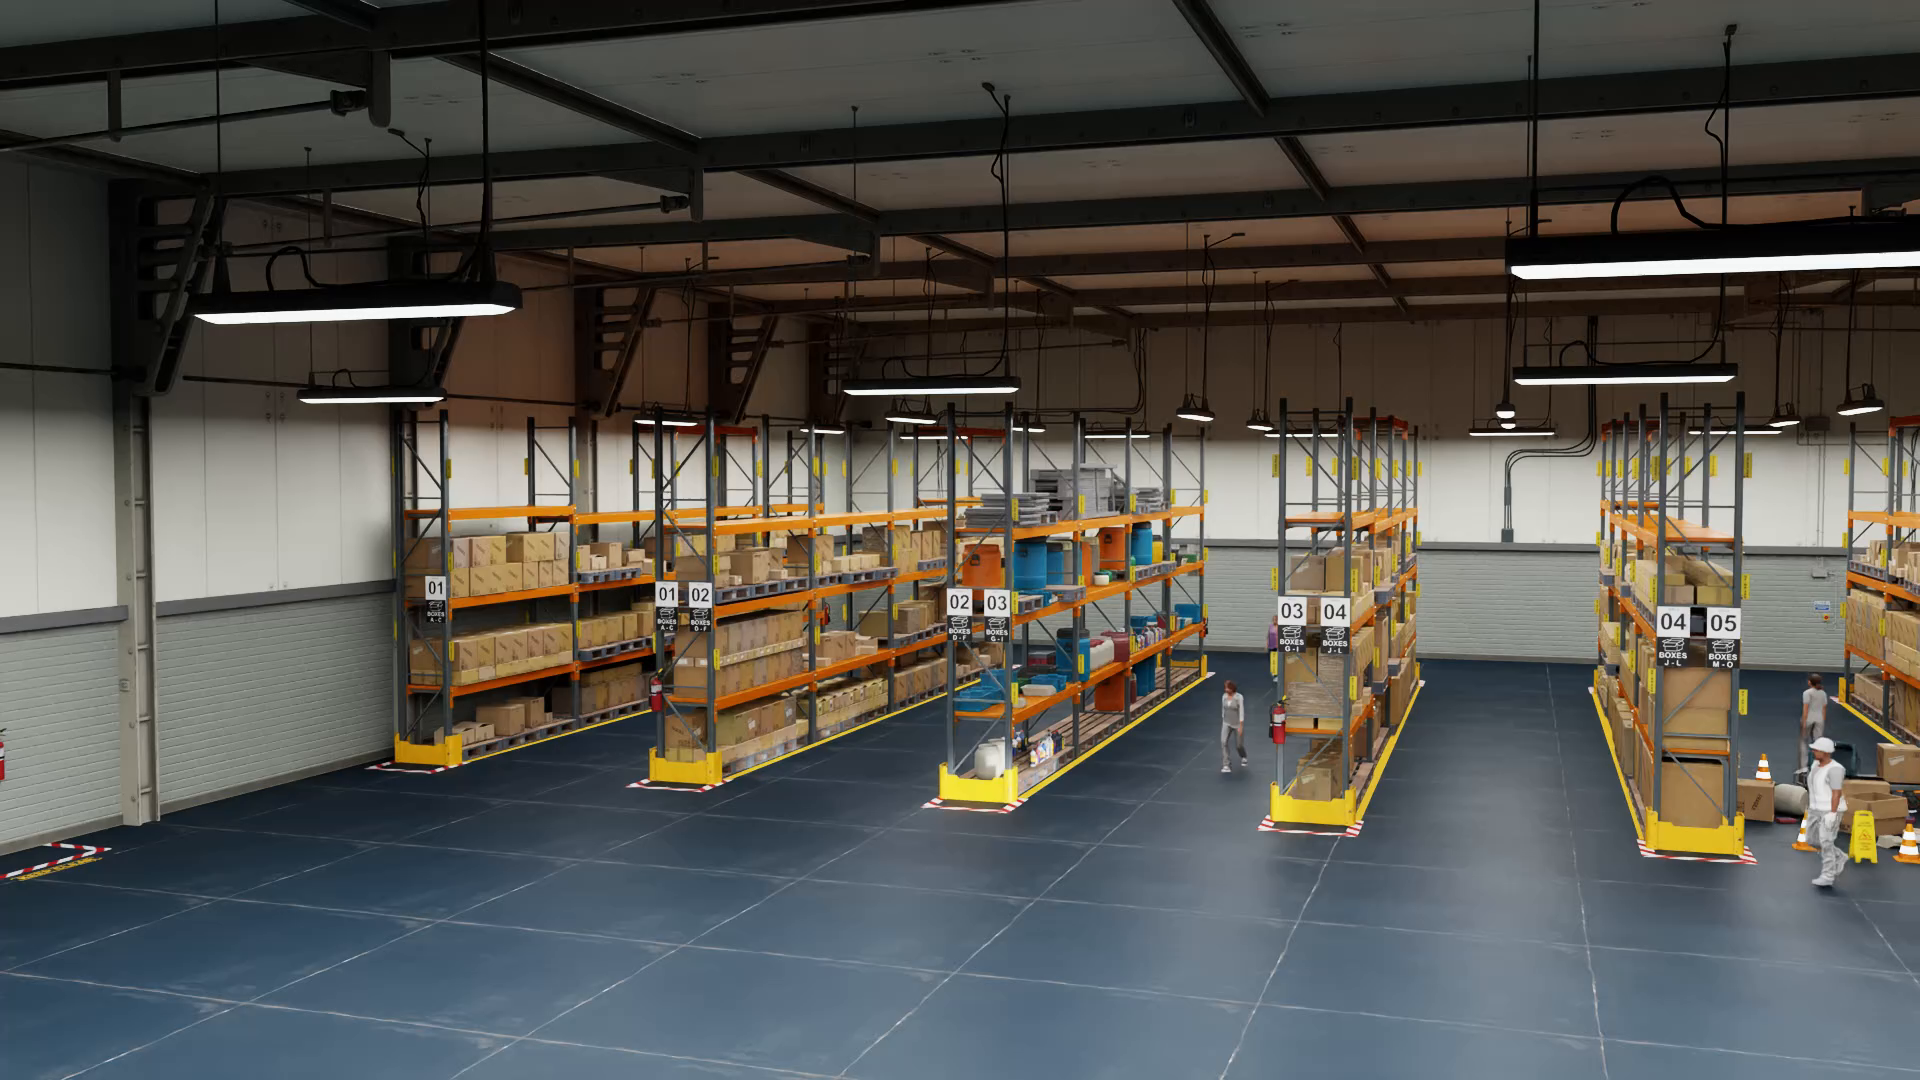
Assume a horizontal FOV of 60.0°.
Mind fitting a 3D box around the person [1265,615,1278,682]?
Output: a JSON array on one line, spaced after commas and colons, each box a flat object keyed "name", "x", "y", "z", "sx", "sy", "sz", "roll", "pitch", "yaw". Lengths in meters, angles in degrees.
[{"name": "person", "x": 7.435, "y": 2.525, "z": 39.192, "sx": 0.468, "sy": 1.550, "sz": 0.899, "roll": 1, "pitch": 3, "yaw": 18}]

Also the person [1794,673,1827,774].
[{"name": "person", "x": 13.903, "y": 3.036, "z": 27.078, "sx": 0.446, "sy": 1.719, "sz": 0.593, "roll": 1, "pitch": 3, "yaw": 12}]

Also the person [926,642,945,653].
[{"name": "person", "x": -0.651, "y": 2.327, "z": 43.321, "sx": 0.490, "sy": 1.580, "sz": 1.031, "roll": 1, "pitch": 3, "yaw": 19}]

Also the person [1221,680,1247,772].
[{"name": "person", "x": 4.526, "y": 3.062, "z": 27.571, "sx": 0.411, "sy": 1.500, "sz": 0.911, "roll": 1, "pitch": 3, "yaw": 28}]

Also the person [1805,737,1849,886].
[{"name": "person", "x": 10.470, "y": 3.245, "z": 19.980, "sx": 0.653, "sy": 1.771, "sz": 0.542, "roll": -1, "pitch": 3, "yaw": -15}]
